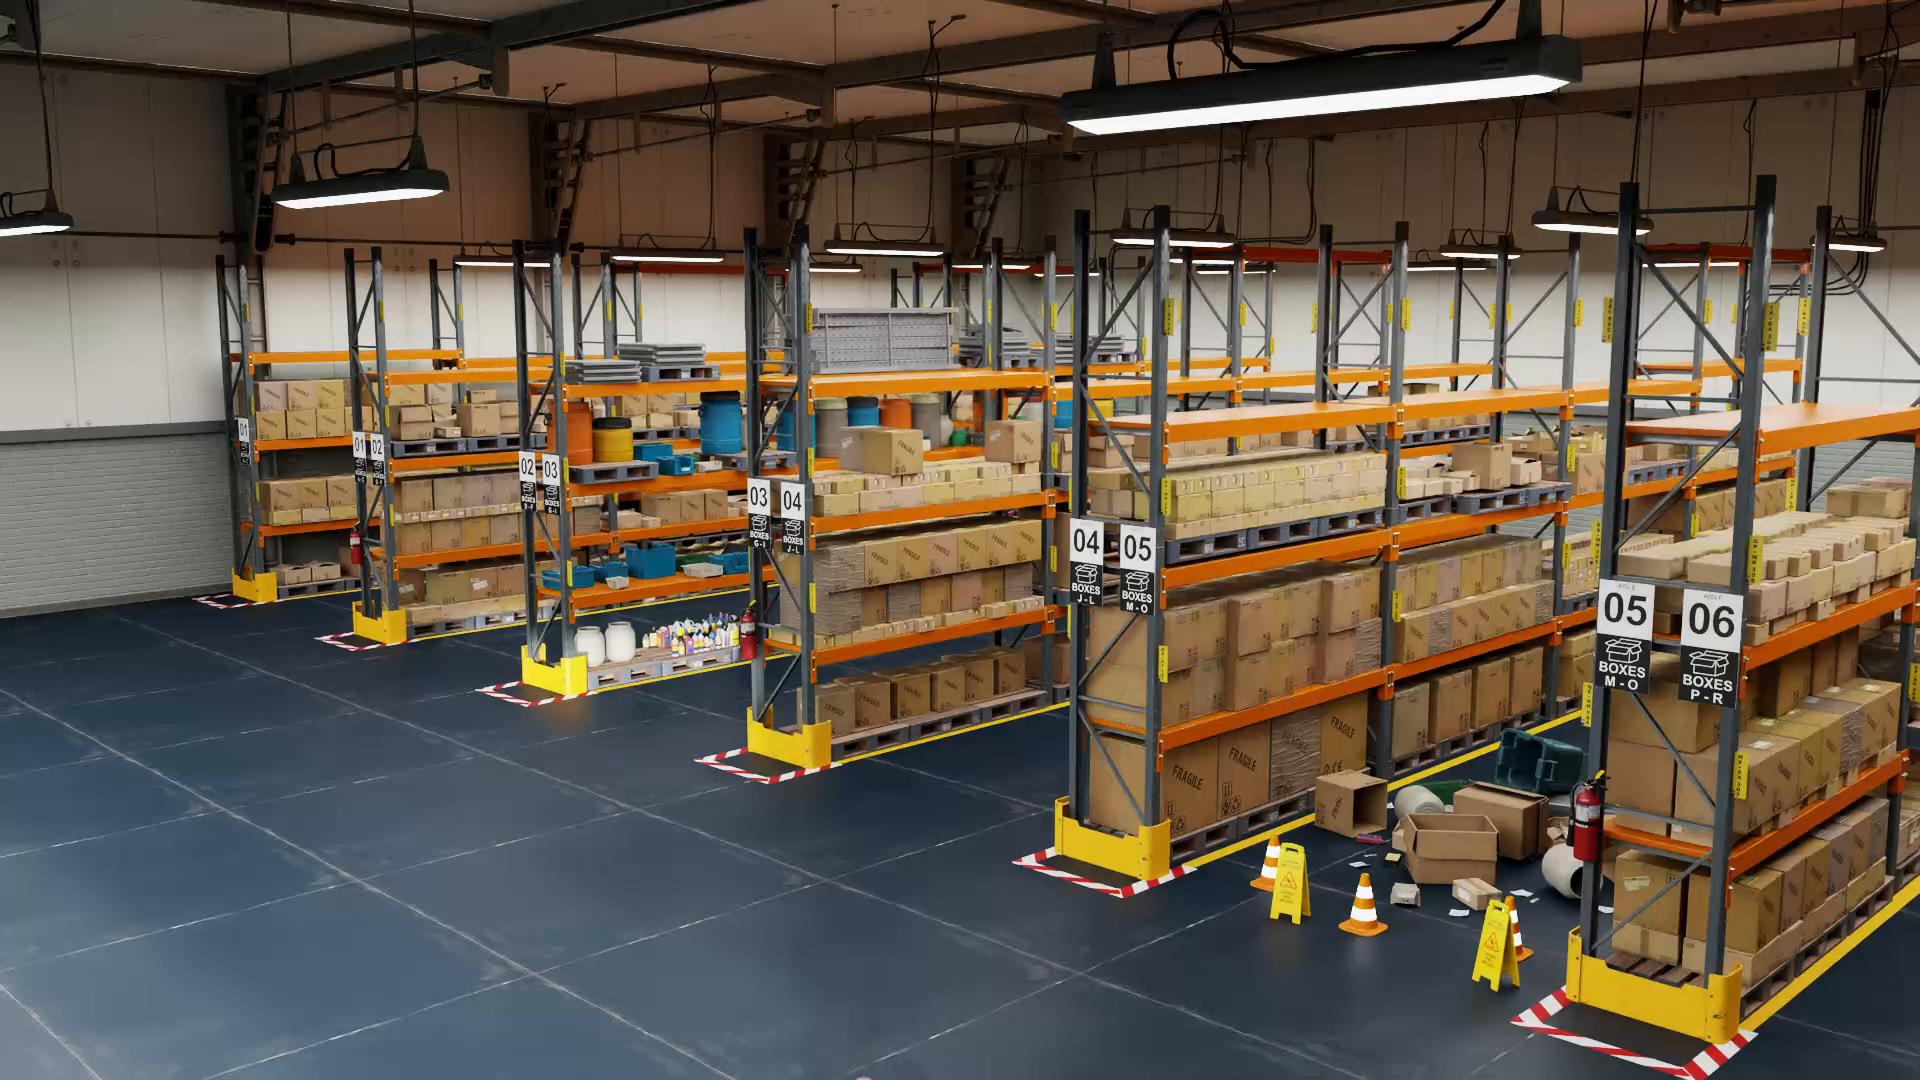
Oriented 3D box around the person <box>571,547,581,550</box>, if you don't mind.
[{"bbox_3d":[-7.101,-0.021,30.623,0.646,1.723,0.609,6,10,36],"label":"person"}]
